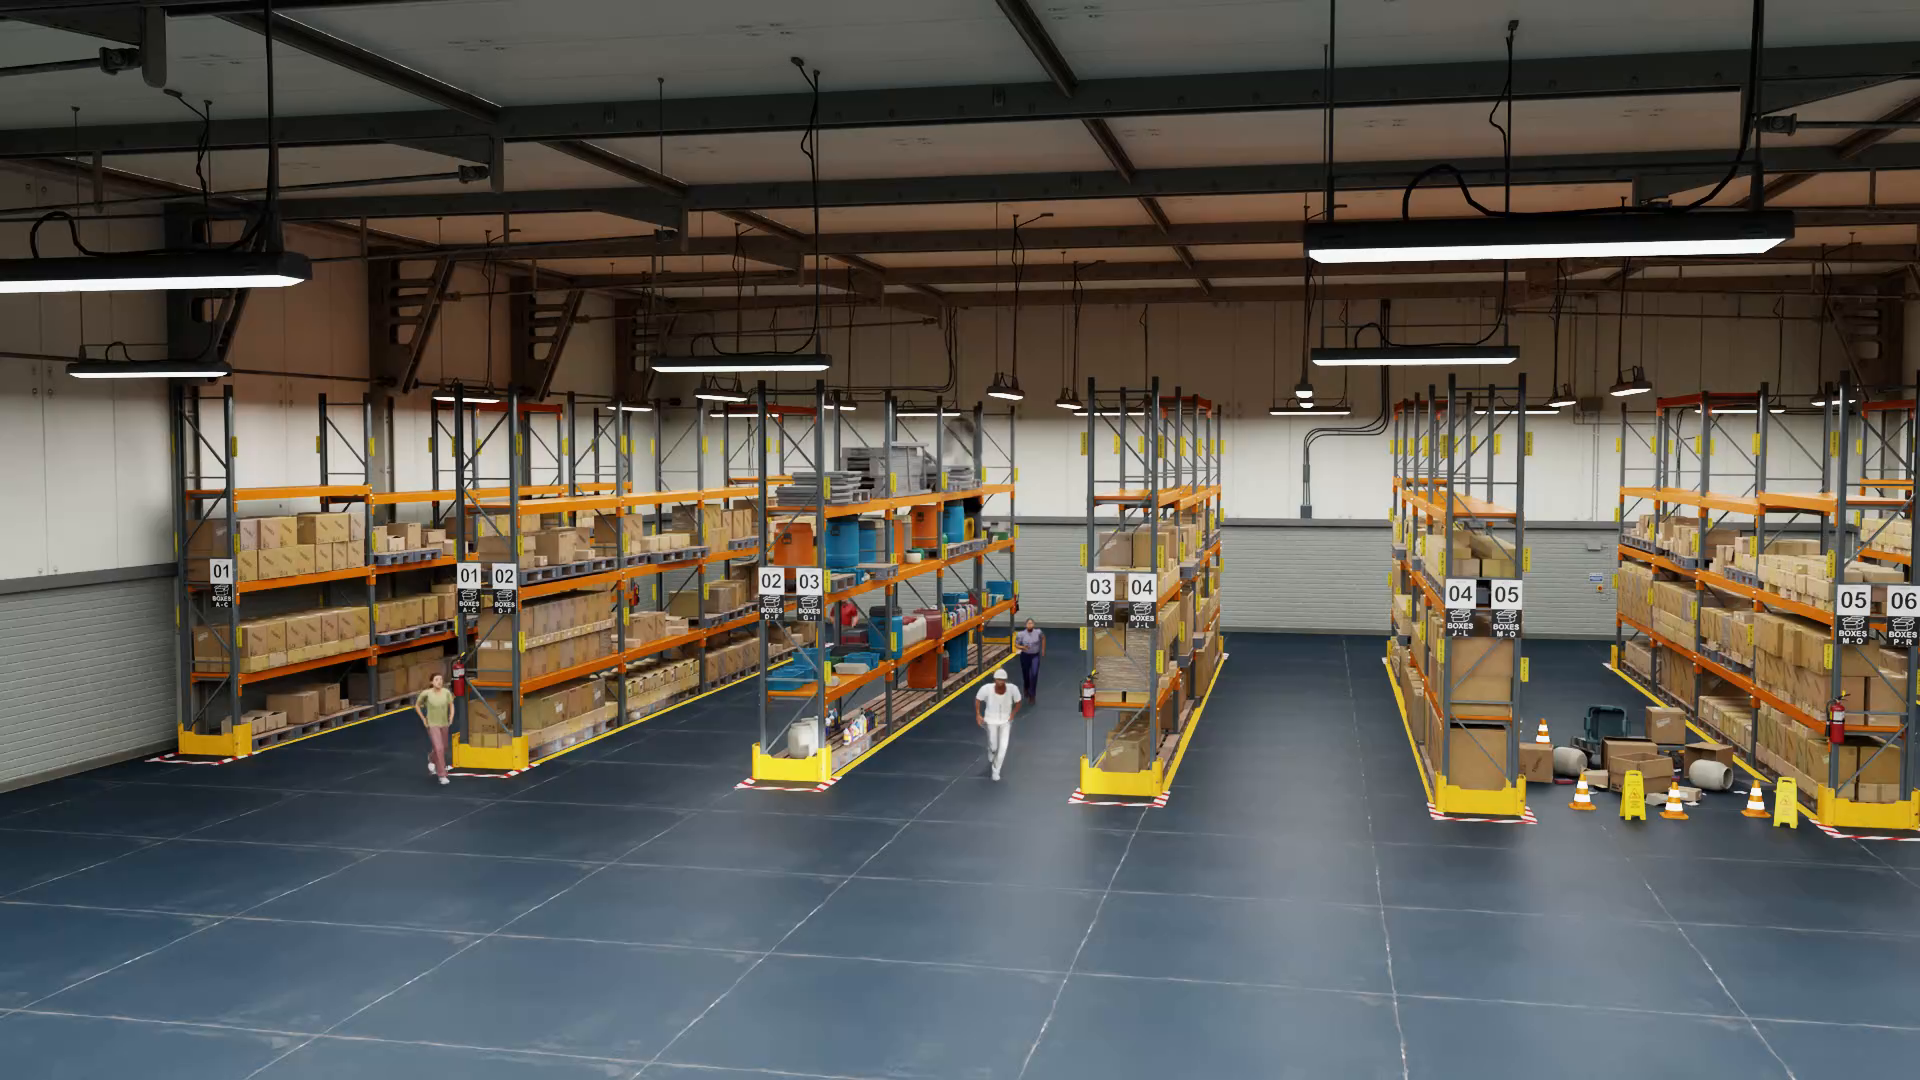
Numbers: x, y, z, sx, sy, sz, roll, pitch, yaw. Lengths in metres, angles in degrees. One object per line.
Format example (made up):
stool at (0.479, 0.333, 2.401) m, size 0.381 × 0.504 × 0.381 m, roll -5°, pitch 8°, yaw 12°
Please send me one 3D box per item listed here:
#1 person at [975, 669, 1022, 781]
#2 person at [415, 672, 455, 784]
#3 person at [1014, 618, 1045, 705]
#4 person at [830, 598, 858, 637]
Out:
person at (0.580, 2.769, 25.175) m, size 0.696 × 1.692 × 0.831 m, roll -1°, pitch 3°, yaw -10°
person at (-7.873, 2.792, 24.955) m, size 0.567 × 1.655 × 0.836 m, roll -3°, pitch 4°, yaw -40°
person at (1.367, 2.363, 32.682) m, size 0.628 × 1.685 × 0.936 m, roll 0°, pitch 3°, yaw -2°
person at (-2.649, 2.056, 37.839) m, size 0.664 × 1.691 × 0.632 m, roll 0°, pitch 3°, yaw 5°
